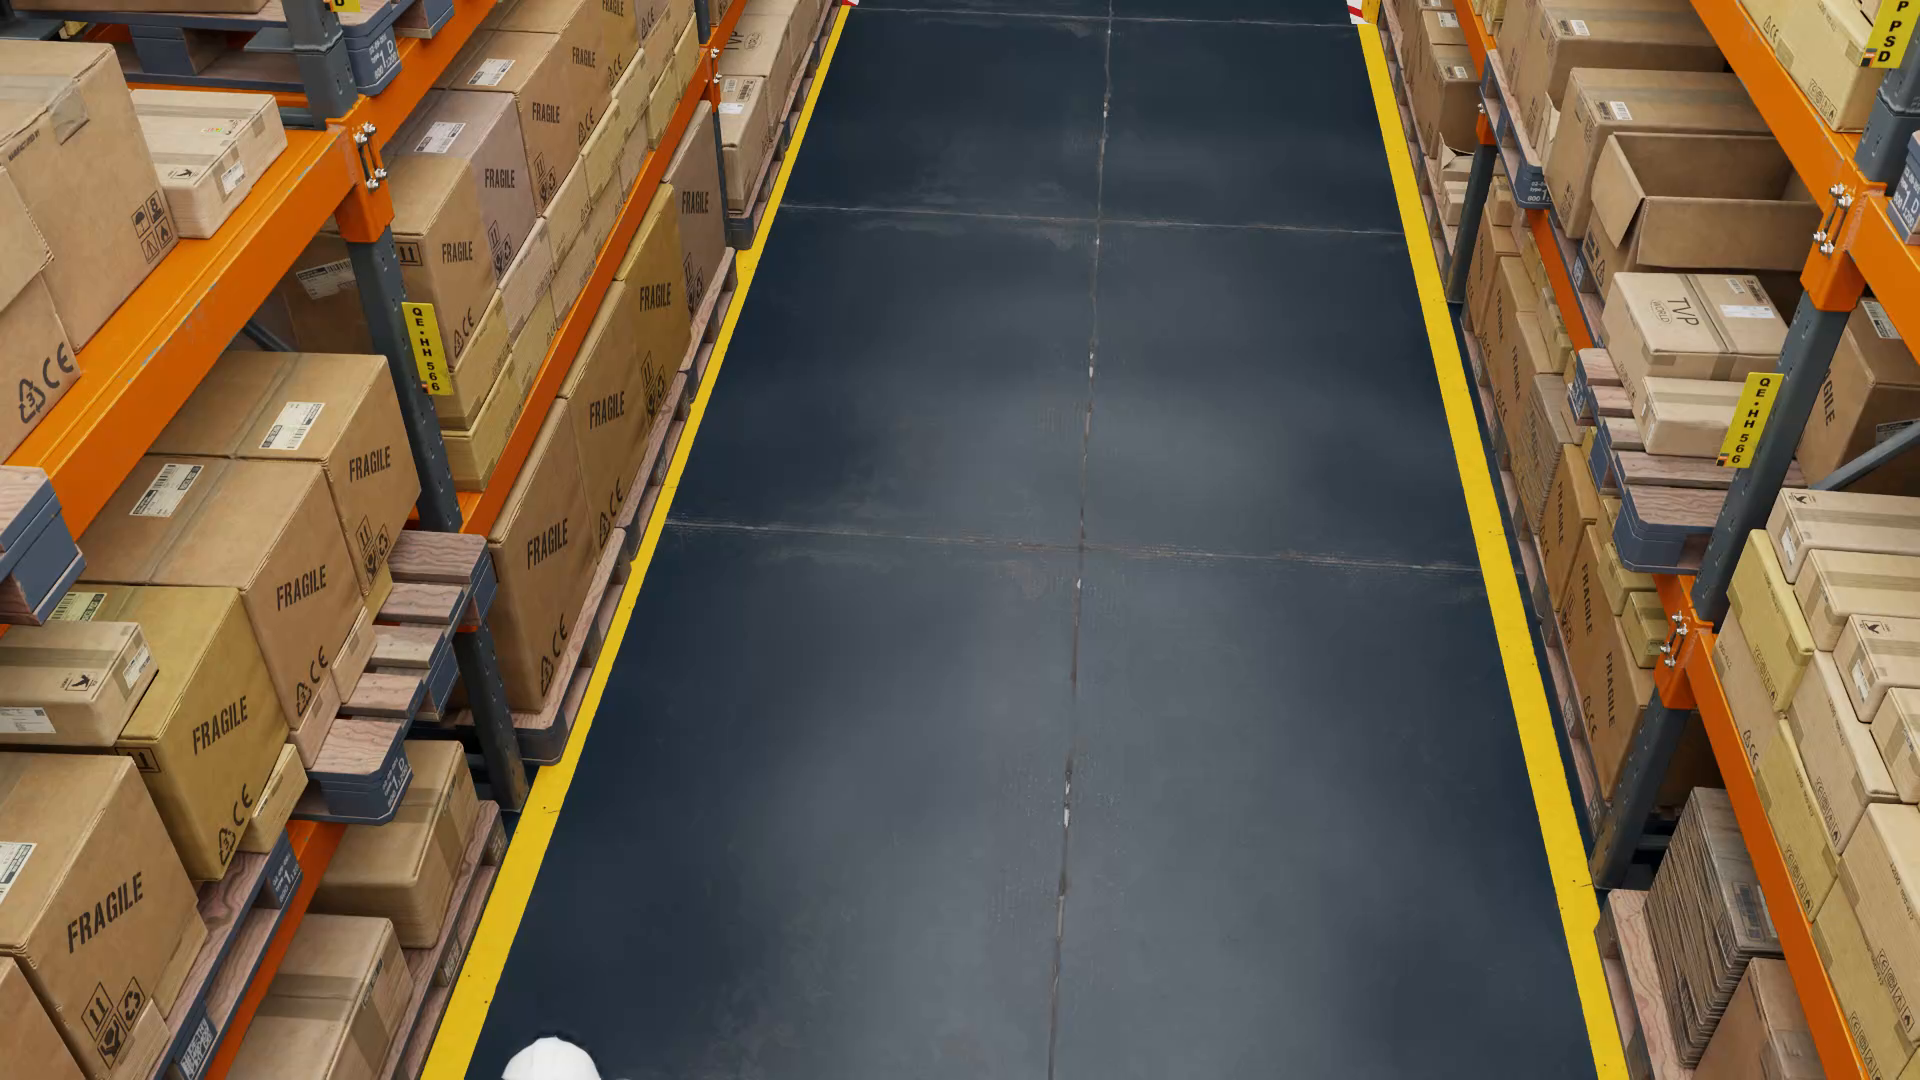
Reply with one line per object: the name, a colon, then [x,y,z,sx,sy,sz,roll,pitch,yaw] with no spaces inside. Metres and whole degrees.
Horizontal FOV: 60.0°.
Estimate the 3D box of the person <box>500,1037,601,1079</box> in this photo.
person: [-0.871,1.738,4.016,0.565,1.759,0.632,4,40,5]
